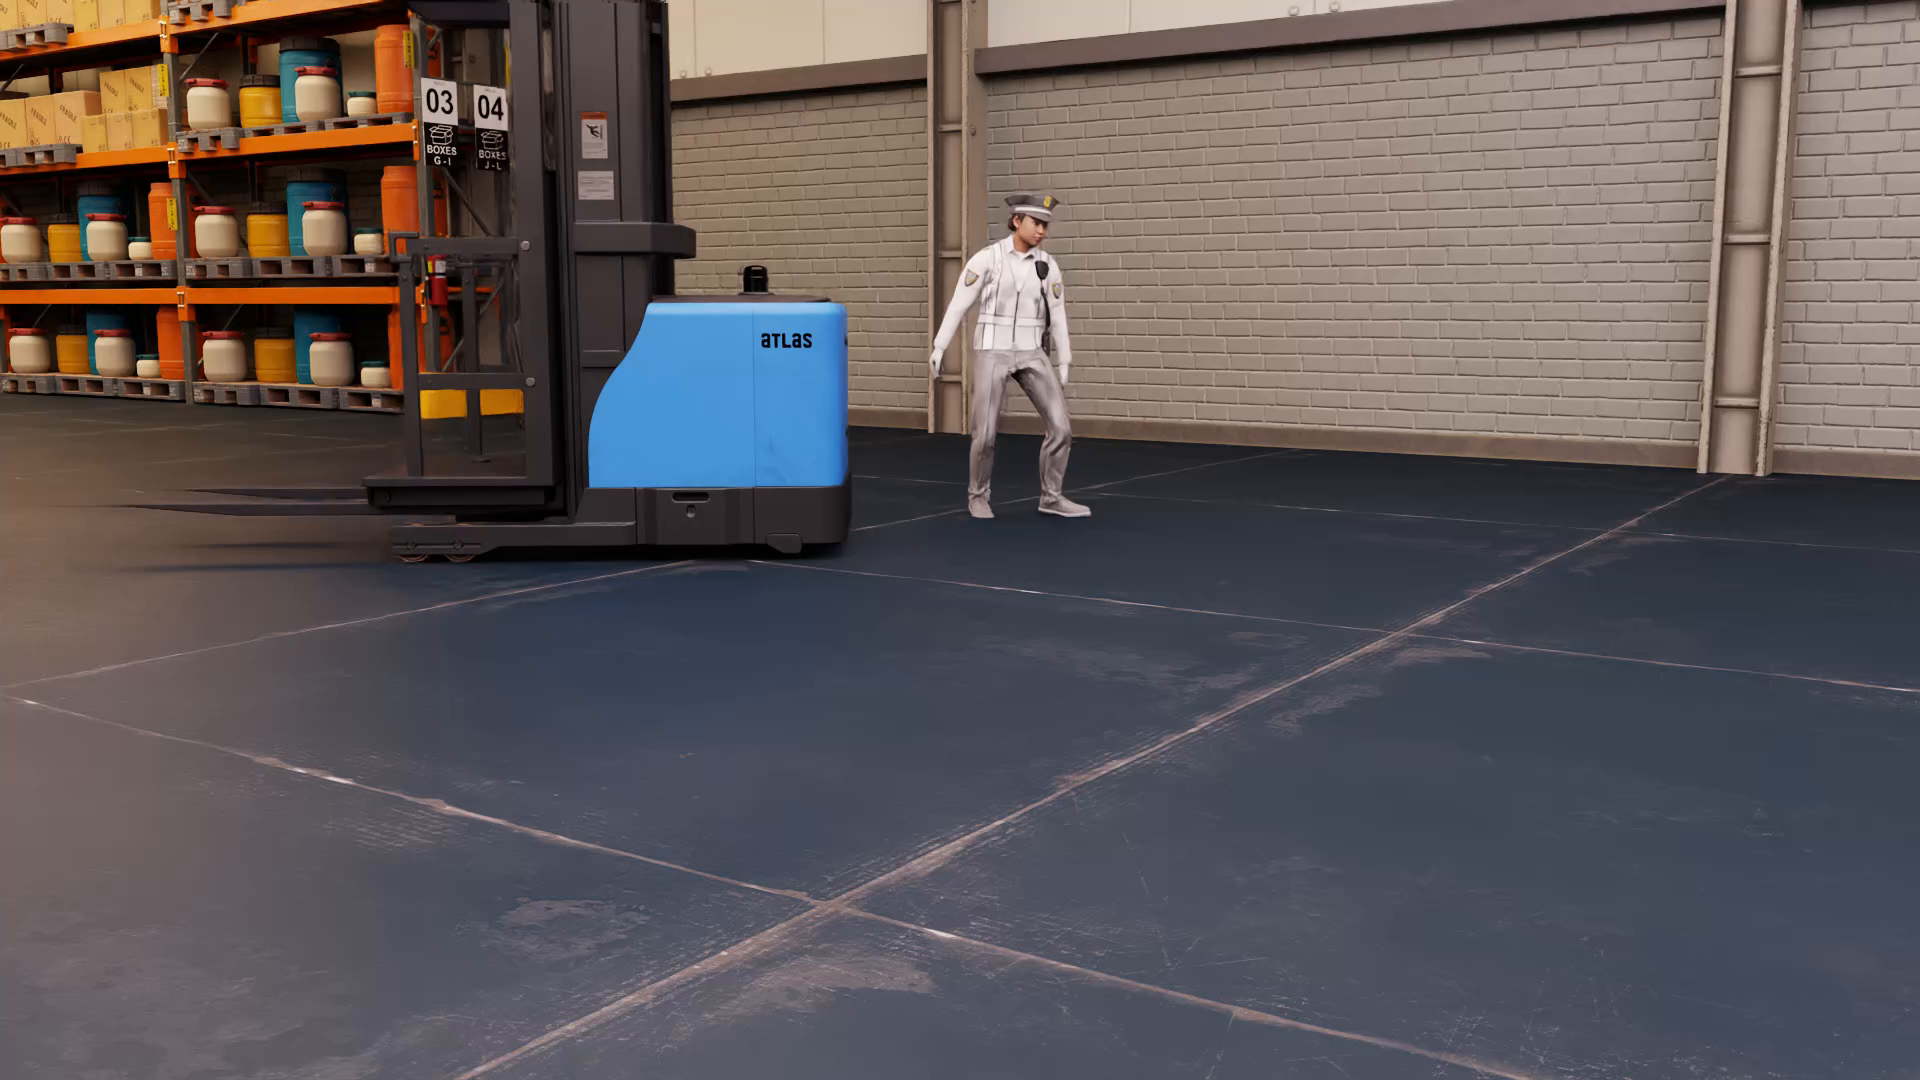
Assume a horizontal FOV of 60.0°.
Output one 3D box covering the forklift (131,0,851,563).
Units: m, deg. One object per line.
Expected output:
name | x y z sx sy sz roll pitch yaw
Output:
forklift | -2.016 -1.431 7.258 3.031 2.935 1.130 0 8 -2

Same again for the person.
person | 0.253 -0.896 8.349 0.812 1.647 0.431 -1 8 -7
